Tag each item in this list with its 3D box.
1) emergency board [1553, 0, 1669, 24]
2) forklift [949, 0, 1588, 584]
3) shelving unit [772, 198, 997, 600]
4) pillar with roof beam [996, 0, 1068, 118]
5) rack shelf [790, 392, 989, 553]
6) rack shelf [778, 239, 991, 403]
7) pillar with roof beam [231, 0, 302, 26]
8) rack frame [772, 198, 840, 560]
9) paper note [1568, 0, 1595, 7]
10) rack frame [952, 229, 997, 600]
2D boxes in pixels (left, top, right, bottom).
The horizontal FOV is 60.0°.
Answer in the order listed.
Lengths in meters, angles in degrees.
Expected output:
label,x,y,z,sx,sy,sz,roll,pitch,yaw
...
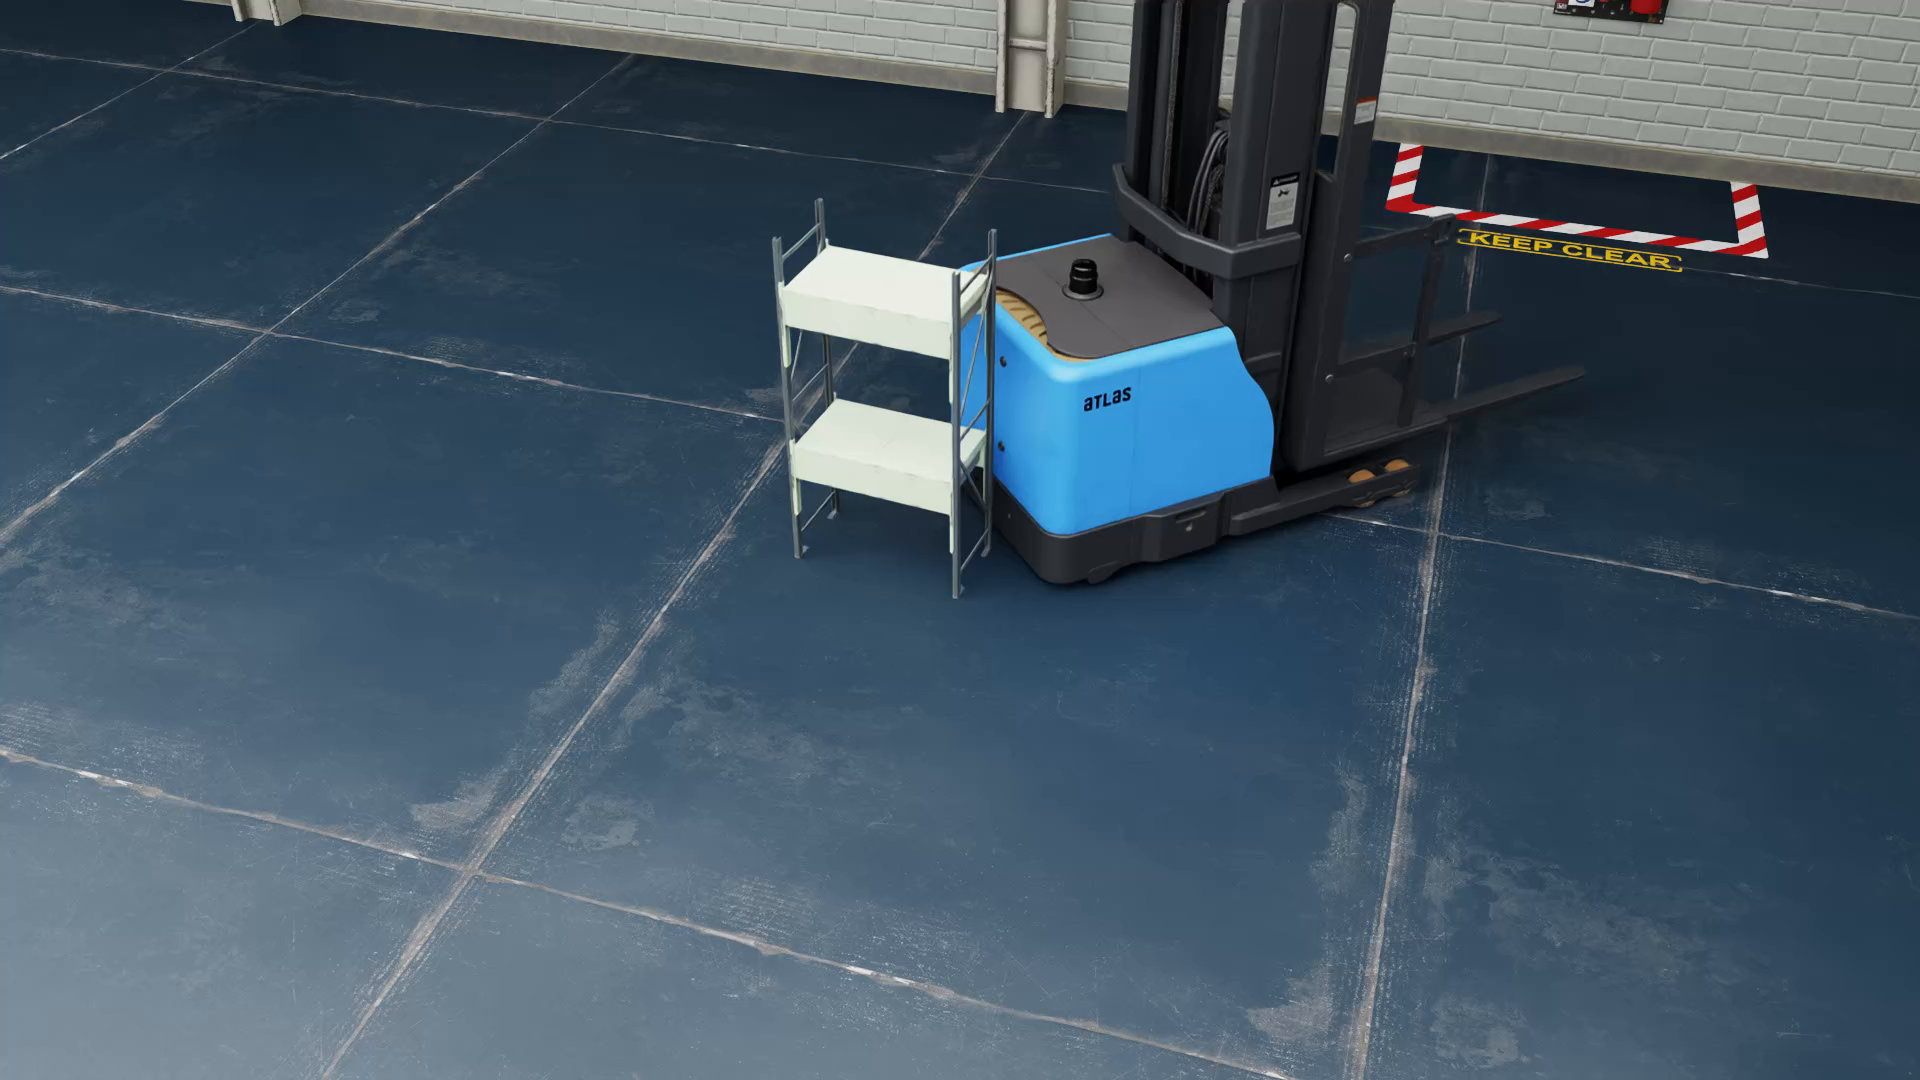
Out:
label,x,y,z,sx,sy,sz,roll,pitch,yaw
emergency board,3.852,-3.533,9.520,0.643,1.169,0.194,10,38,14
forklift,1.504,-1.591,6.939,3.031,2.935,1.130,-16,39,-21
shelving unit,-0.284,-0.550,6.732,0.755,1.500,0.431,14,39,18
pillar with roof beam,-0.811,-4.116,5.251,0.400,9.000,9.100,10,38,14
rack shelf,-0.284,-0.287,6.925,0.720,0.370,0.431,14,39,18
rack shelf,-0.284,-0.864,6.501,0.720,0.370,0.431,14,39,18
pillar with roof beam,-6.538,-5.176,6.692,0.400,9.000,9.100,10,38,14
rack frame,-0.623,-0.632,6.844,0.023,1.500,0.400,14,39,18
paper note,3.704,-3.249,9.877,0.142,0.148,0.016,10,38,14
rack frame,0.055,-0.468,6.620,0.023,1.500,0.400,14,39,18
